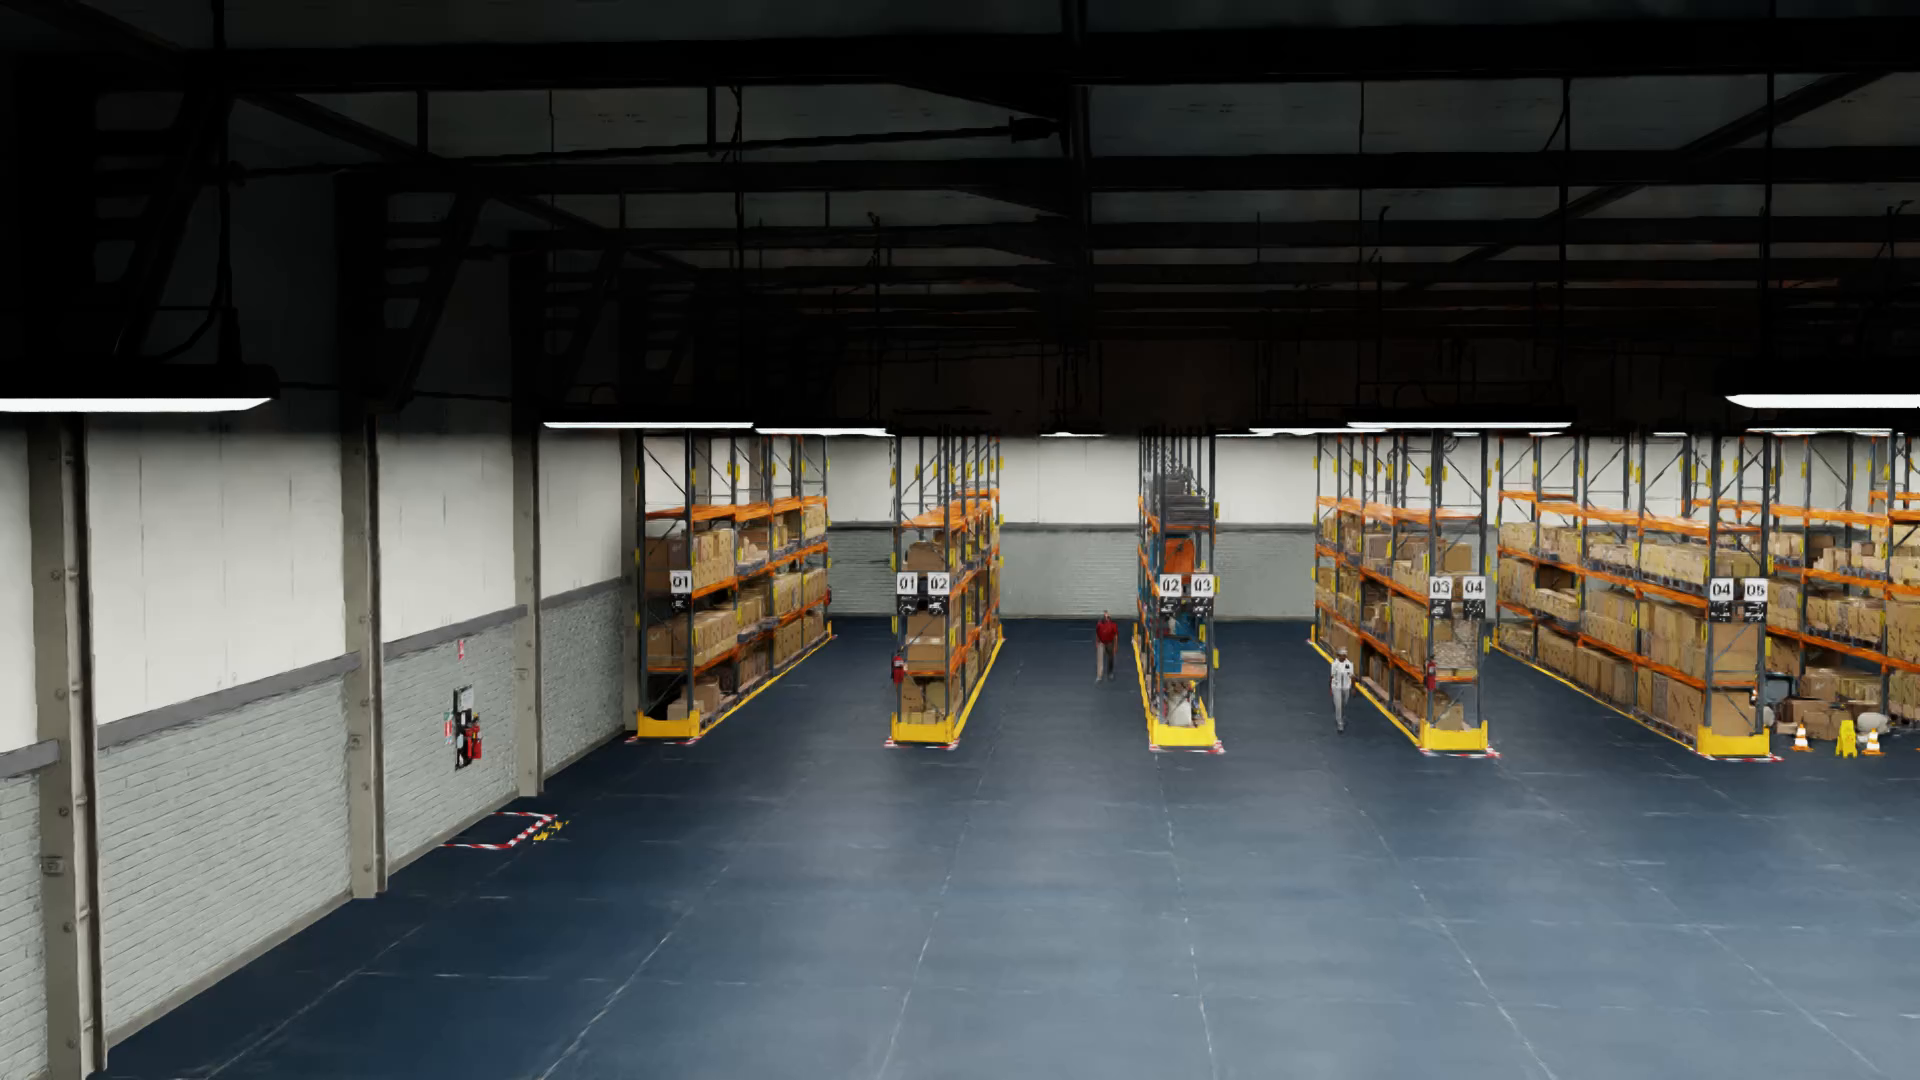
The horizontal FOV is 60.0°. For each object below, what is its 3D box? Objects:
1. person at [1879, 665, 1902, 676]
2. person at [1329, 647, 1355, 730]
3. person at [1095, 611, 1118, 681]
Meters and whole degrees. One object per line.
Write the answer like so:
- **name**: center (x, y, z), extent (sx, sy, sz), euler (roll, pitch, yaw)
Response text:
- **person**: center (22.327, 2.453, 39.809), extent (0.548, 1.666, 0.579), euler (2, 4, 31)
- **person**: center (7.552, 2.905, 32.810), extent (0.461, 1.626, 0.999), euler (0, 3, 4)
- **person**: center (3.468, 2.484, 39.316), extent (0.546, 1.641, 1.118), euler (0, 4, 8)
